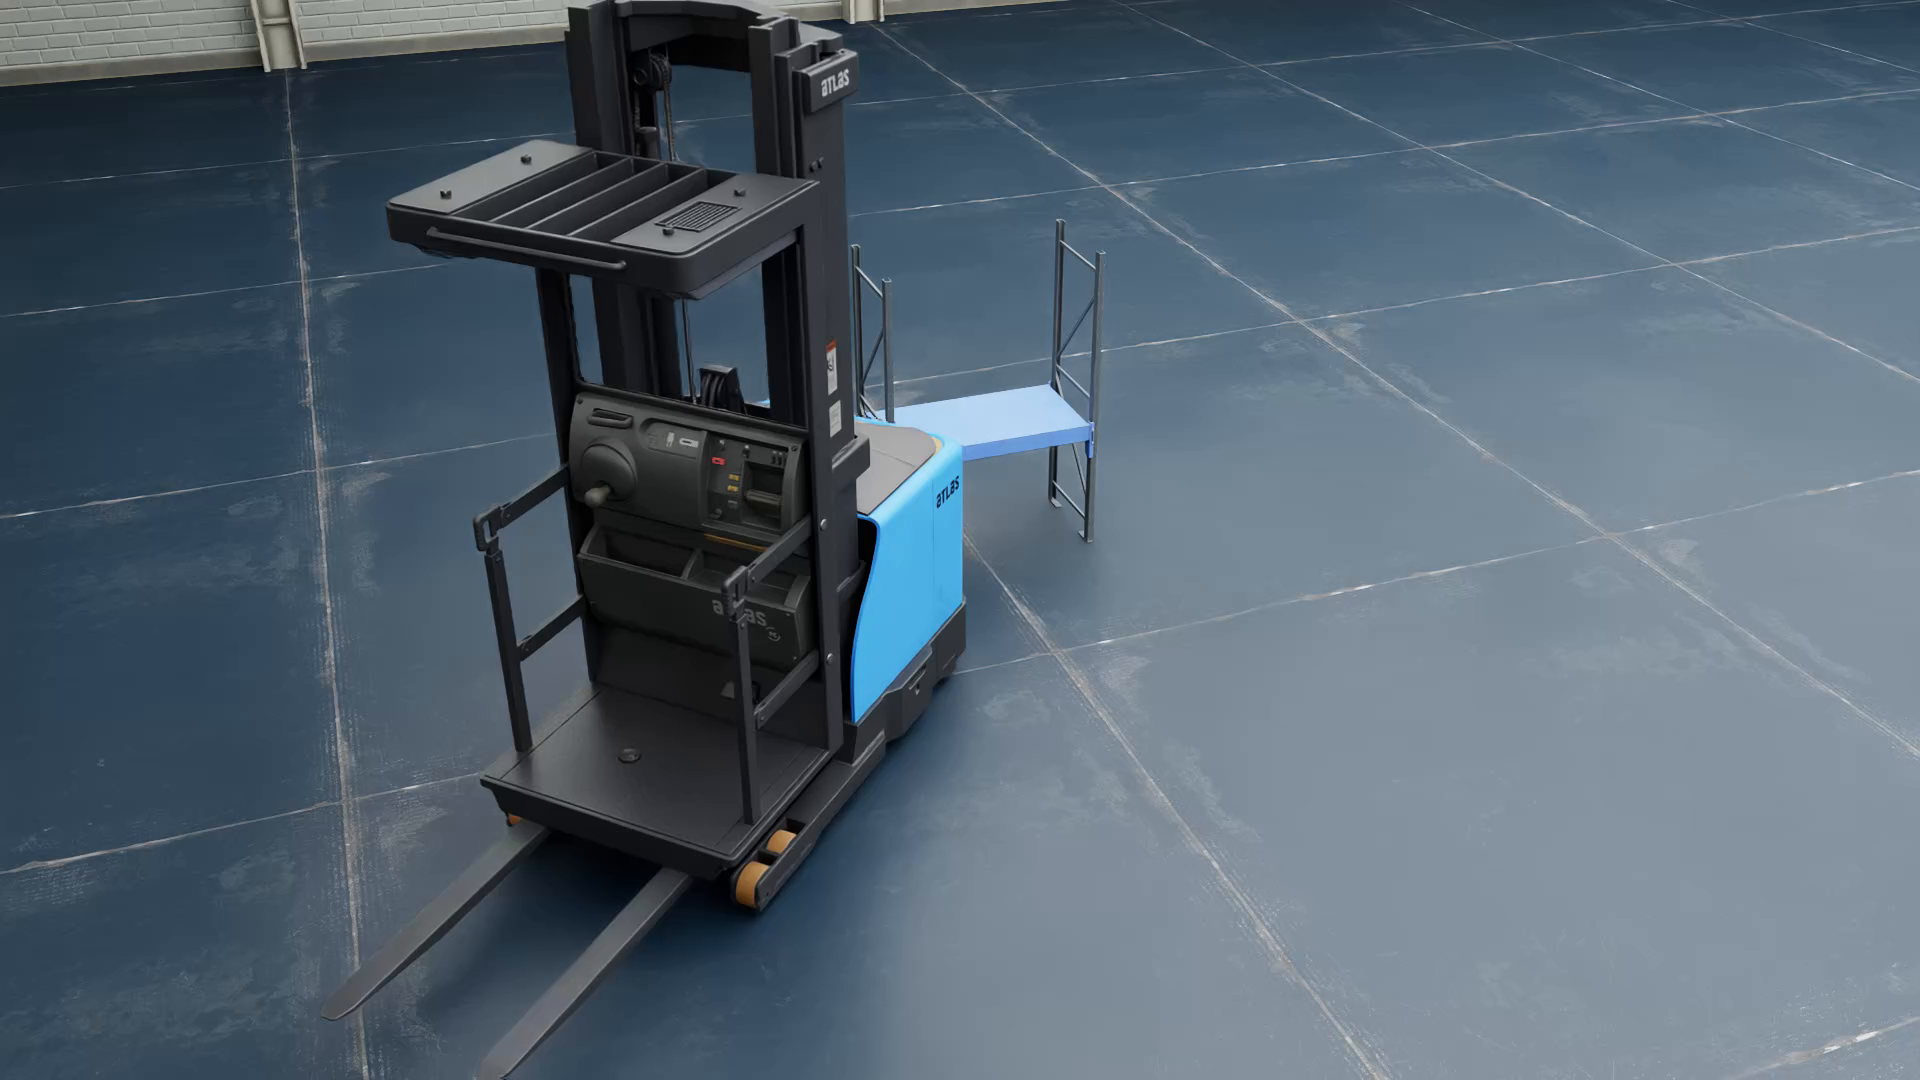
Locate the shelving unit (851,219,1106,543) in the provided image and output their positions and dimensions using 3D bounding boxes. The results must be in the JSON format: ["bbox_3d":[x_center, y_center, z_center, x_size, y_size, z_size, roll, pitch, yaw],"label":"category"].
[{"bbox_3d":[0.080,-0.666,7.905,1.048,1.500,0.538,-10,31,-18],"label":"shelving unit"}]

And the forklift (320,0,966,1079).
[{"bbox_3d":[-1.057,-0.204,5.647,1.130,2.935,3.031,13,32,22],"label":"forklift"}]

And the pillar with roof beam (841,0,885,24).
[{"bbox_3d":[0.435,-7.645,12.578,0.400,9.000,9.100,-10,31,-18],"label":"pillar with roof beam"}]

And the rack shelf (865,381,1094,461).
[{"bbox_3d":[0.080,-0.510,7.994,1.000,0.185,0.538,-10,31,-18],"label":"rack shelf"}]

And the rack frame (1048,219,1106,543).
[{"bbox_3d":[0.556,-0.754,8.059,0.032,1.500,0.500,-10,31,-18],"label":"rack frame"}]

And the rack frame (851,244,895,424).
[{"bbox_3d":[-0.396,-0.579,7.751,0.032,1.500,0.500,-10,31,-18],"label":"rack frame"}]

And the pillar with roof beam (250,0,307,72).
[{"bbox_3d":[-5.189,-6.609,10.761,0.400,9.000,9.100,-10,31,-18],"label":"pillar with roof beam"}]
